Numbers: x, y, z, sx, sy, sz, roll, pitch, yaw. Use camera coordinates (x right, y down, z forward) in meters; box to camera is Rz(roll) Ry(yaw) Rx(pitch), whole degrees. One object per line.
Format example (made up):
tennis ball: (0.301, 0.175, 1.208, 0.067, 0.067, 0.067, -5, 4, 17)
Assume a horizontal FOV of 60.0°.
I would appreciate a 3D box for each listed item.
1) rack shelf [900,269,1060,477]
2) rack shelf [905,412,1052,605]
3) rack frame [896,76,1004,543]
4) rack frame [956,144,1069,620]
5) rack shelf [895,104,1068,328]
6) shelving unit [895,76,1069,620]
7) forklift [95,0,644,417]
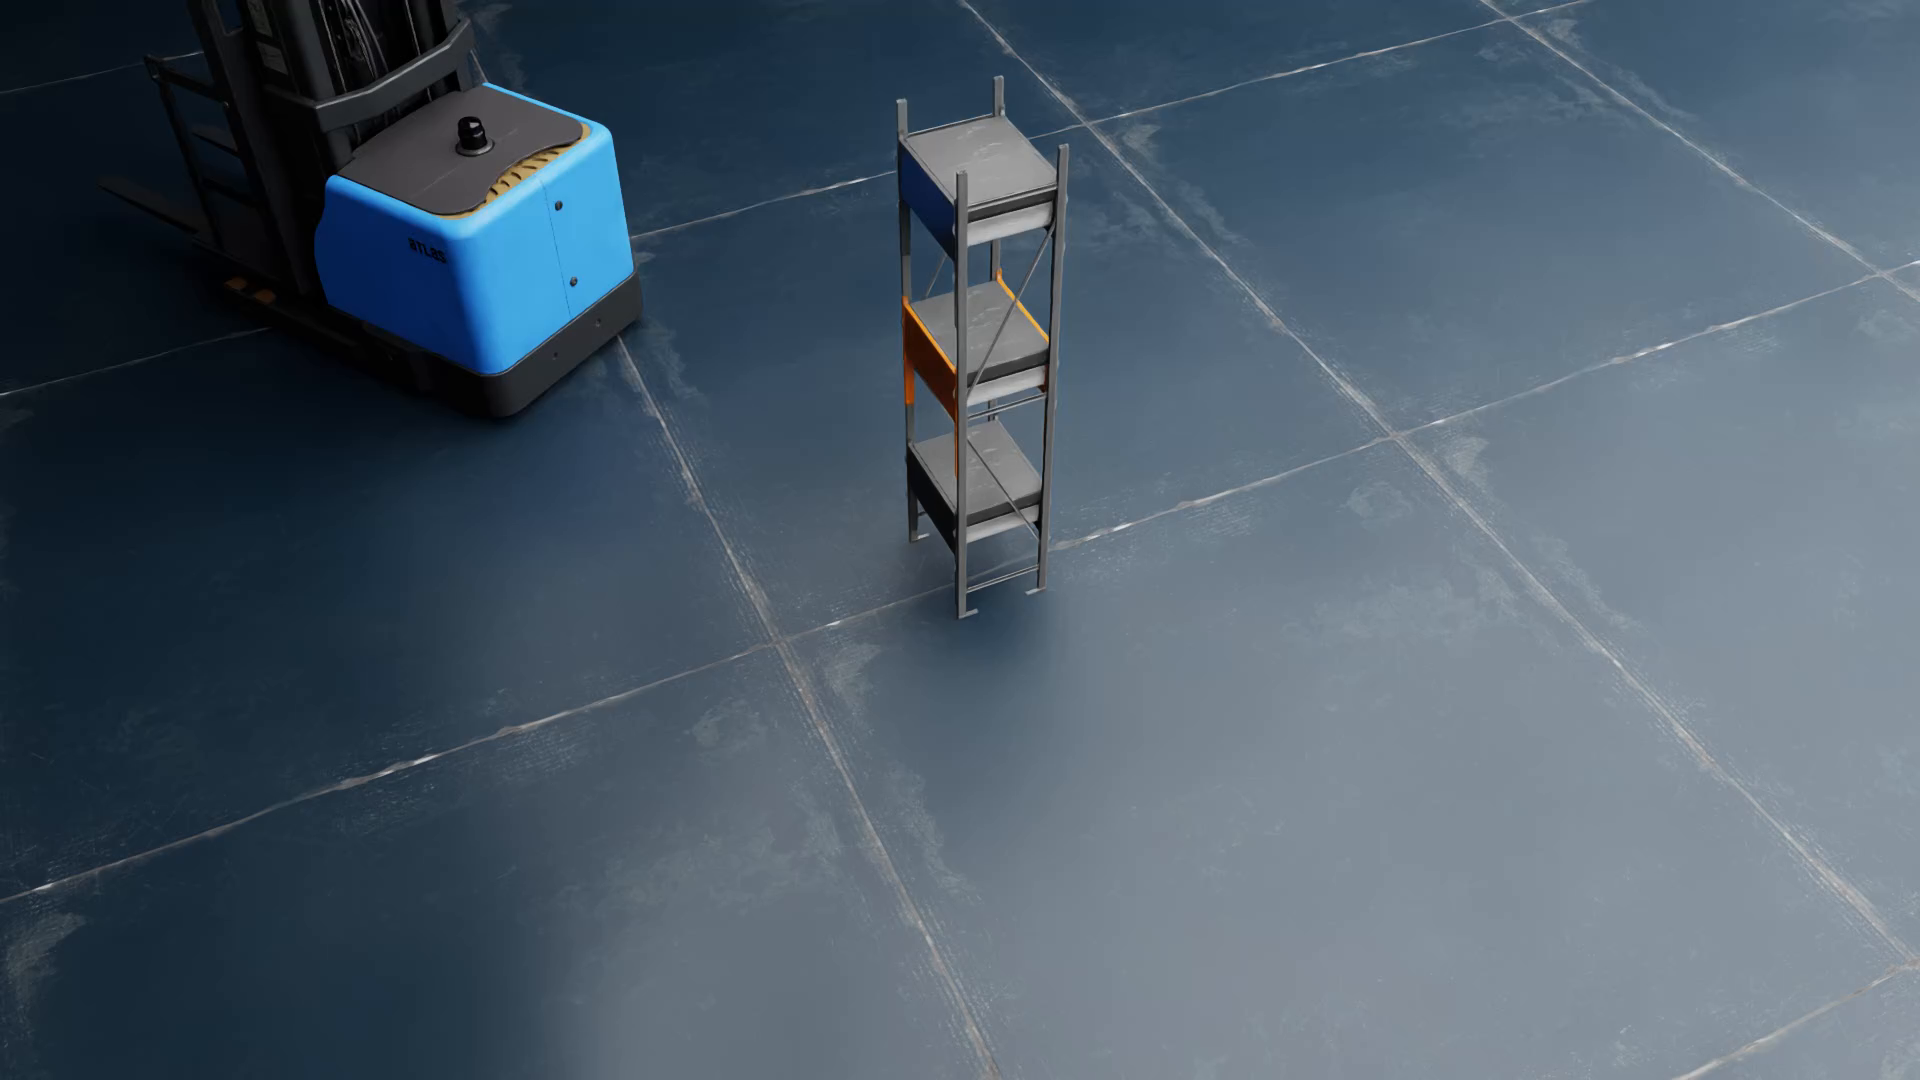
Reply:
rack shelf: (0.070, -0.632, 6.284, 0.431, 0.518, 0.480, -18, 47, -17)
rack shelf: (0.070, -0.134, 6.776, 0.431, 0.518, 0.480, -18, 47, -17)
rack frame: (-0.033, -0.797, 6.432, 0.400, 2.100, 0.015, -18, 47, -17)
rack frame: (0.172, -0.486, 6.117, 0.400, 2.100, 0.015, -18, 47, -17)
rack shelf: (0.070, -1.130, 5.792, 0.431, 0.518, 0.480, -18, 47, -17)
shelving unit: (0.070, -0.642, 6.274, 0.431, 2.100, 0.503, -18, 47, -17)
forklift: (-3.074, -2.400, 7.465, 3.031, 2.935, 1.130, 24, 49, 22)
